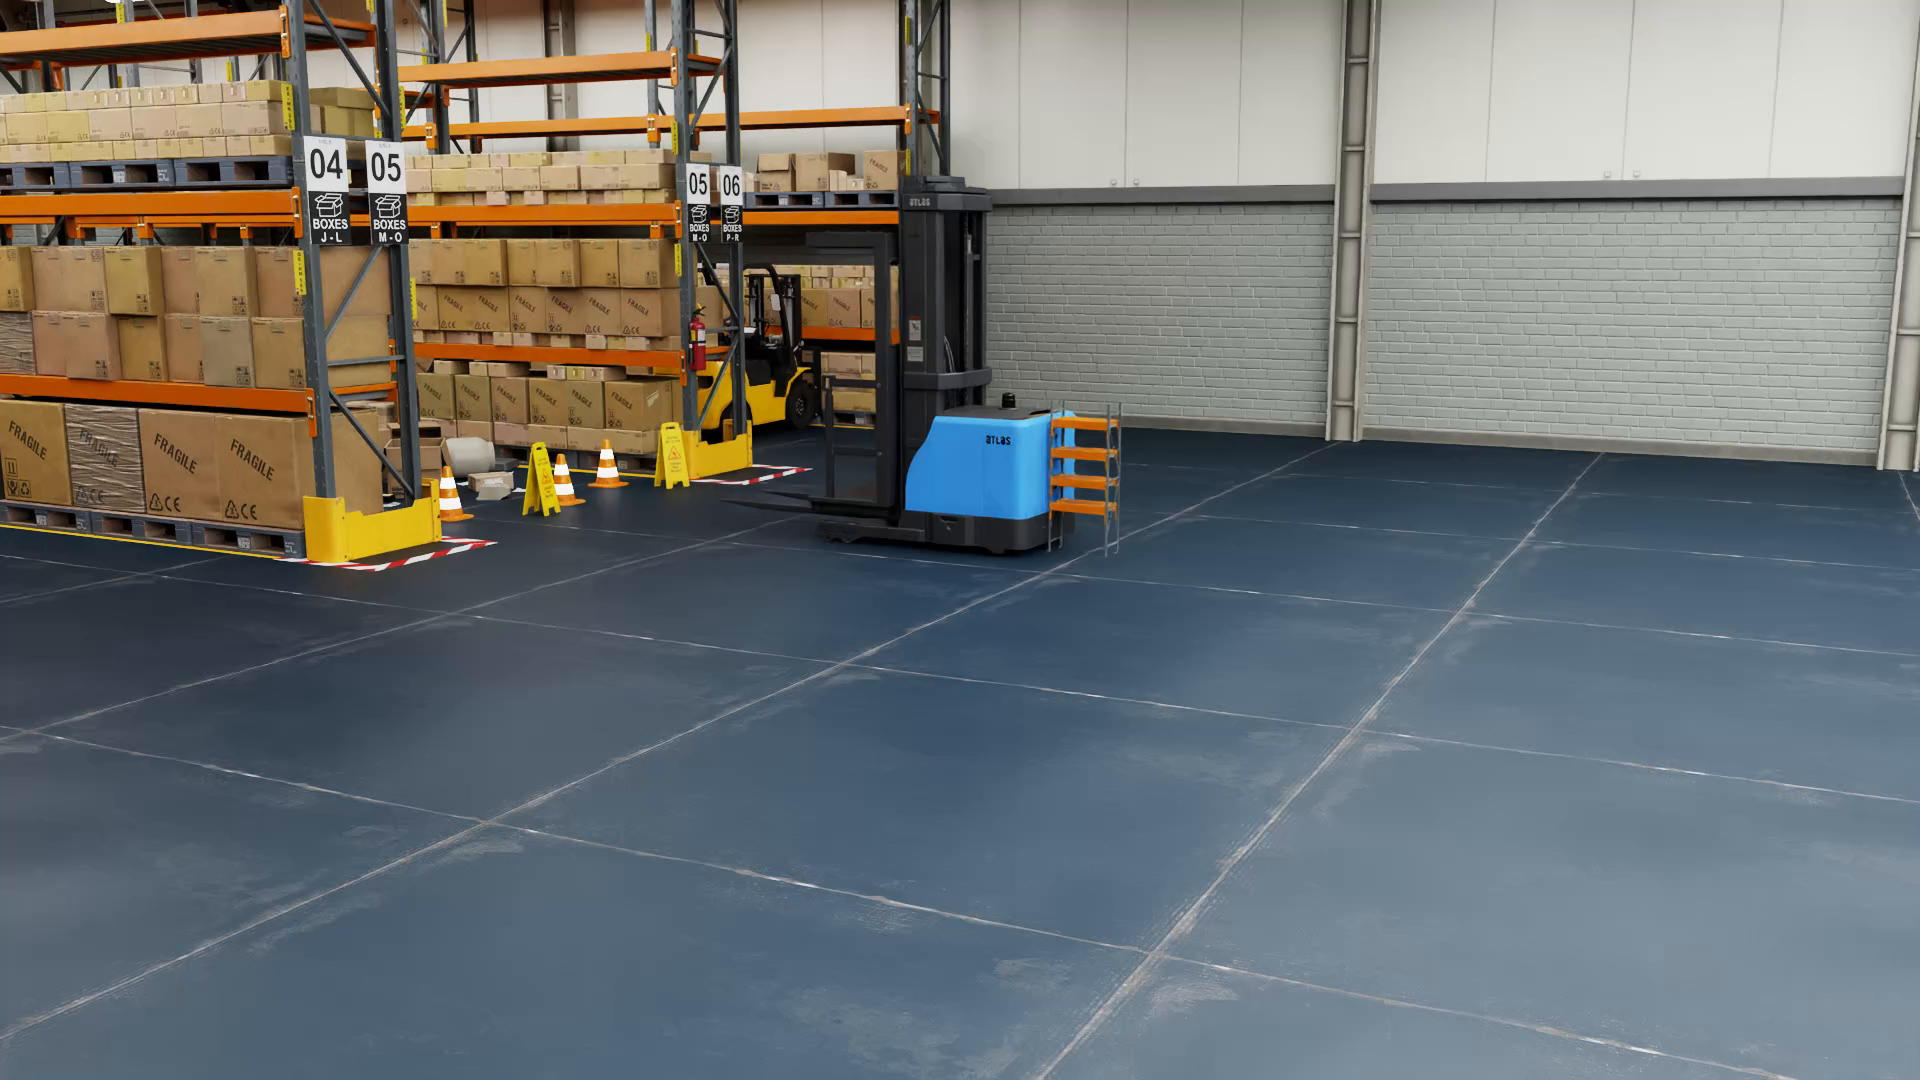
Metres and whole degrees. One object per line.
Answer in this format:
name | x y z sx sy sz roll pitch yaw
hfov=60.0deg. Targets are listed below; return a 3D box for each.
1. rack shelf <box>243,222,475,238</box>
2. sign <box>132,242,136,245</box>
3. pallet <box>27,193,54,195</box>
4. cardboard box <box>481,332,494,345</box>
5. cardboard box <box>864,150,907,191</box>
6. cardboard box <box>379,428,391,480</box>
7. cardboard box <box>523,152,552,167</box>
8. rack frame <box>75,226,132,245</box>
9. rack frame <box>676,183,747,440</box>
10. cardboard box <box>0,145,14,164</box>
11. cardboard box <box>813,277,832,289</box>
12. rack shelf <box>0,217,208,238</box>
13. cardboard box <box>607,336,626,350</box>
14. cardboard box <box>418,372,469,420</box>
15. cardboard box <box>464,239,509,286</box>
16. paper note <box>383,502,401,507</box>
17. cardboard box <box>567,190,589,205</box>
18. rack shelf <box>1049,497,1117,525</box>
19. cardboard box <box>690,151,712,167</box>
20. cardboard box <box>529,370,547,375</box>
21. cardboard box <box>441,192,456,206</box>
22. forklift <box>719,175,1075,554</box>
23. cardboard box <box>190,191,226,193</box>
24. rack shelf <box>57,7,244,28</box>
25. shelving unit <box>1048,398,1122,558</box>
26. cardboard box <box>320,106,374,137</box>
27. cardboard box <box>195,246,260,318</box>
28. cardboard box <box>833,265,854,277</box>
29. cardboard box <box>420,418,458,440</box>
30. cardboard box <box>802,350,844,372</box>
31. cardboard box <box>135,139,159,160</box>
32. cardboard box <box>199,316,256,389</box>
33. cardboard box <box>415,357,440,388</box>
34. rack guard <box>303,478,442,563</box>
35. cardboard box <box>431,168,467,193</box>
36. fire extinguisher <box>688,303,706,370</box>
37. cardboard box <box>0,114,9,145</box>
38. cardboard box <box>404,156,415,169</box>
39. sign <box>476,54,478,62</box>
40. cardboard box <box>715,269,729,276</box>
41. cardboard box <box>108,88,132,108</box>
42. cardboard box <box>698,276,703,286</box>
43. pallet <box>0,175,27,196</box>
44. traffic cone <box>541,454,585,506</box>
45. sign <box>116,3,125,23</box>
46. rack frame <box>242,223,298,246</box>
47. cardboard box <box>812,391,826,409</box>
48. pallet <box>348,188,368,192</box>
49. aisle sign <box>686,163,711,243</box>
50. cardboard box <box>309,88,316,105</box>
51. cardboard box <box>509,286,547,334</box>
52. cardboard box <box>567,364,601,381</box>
rack shelf | -9.367 -4.904 26.000 4.000 0.370 1.077 5 11 26
sign | -14.484 -5.067 29.165 0.005 0.325 0.100 5 11 26
pallet | -11.371 -4.344 21.418 1.213 0.211 1.003 6 12 28
cardboard box | -5.078 -2.248 18.431 0.250 0.149 0.380 5 11 26
cardboard box | -0.904 -4.771 21.505 0.500 0.500 0.500 5 12 28
cardboard box | -6.129 -0.846 16.608 0.503 0.637 0.797 5 11 26
cardboard box | -4.416 -4.041 17.676 0.250 0.149 0.380 5 12 27
rack frame | -14.747 -4.255 28.816 0.127 3.000 1.000 5 11 26
rack frame | -2.592 -2.201 17.467 0.127 3.000 1.000 5 11 26
cardboard box | -7.869 -3.223 13.936 0.250 0.149 0.380 5 11 26
cardboard box | -1.759 -3.425 22.131 0.250 0.149 0.380 5 11 24
rack shelf | -11.560 -4.111 21.618 4.000 0.370 1.077 5 11 26
cardboard box | -3.518 -2.098 17.607 0.250 0.149 0.380 5 11 25
cardboard box | -5.769 -1.649 18.855 0.500 0.500 0.500 6 12 29
cardboard box | -4.993 -3.047 18.217 0.500 0.500 0.700 5 11 25
paper note | -5.309 -0.332 15.483 0.144 0.017 0.142 -10 14 -43
cardboard box | -3.938 -3.620 17.592 0.250 0.149 0.380 5 11 25
rack shelf | 0.977 -0.233 13.129 0.480 0.148 0.258 6 12 28
cardboard box | -2.820 -4.006 17.486 0.250 0.149 0.380 5 11 25
cardboard box | -4.615 -1.655 18.888 0.500 0.500 0.500 6 12 29
cardboard box | -5.527 -3.773 18.438 0.250 0.149 0.380 5 11 26
forklift | -0.596 -1.495 13.762 3.031 2.935 1.130 5 12 28
cardboard box | -8.920 -4.280 20.253 0.500 0.500 0.700 5 11 26
rack shelf | -12.954 -8.330 27.179 4.000 0.370 1.077 5 11 26
shelving unit | 0.979 -0.494 13.080 0.503 1.200 0.258 6 12 28
cardboard box | -5.011 -3.286 13.165 0.500 0.250 0.500 5 11 26
cardboard box | -5.541 -2.071 13.300 0.550 0.550 0.875 5 11 26
cardboard box | -1.485 -3.565 22.070 0.250 0.149 0.380 5 11 26
cardboard box | -5.769 -1.280 18.921 0.500 0.250 0.500 4 11 23
cardboard box | -1.867 -2.403 22.321 0.500 0.250 0.500 5 11 27
cardboard box | -6.279 -3.083 13.164 0.250 0.149 0.380 5 11 26
cardboard box | -5.547 -1.538 13.384 0.550 0.550 0.875 5 11 26
cardboard box | -8.047 -2.600 25.512 0.500 0.500 0.500 5 12 27
rack guard | -4.670 -0.170 13.268 0.348 0.500 1.175 5 11 26
cardboard box | -5.439 -3.947 18.279 0.500 0.250 0.500 5 11 25
fire extinguisher | -2.693 -2.080 17.018 0.183 0.674 0.296 5 11 26
cardboard box | -7.964 -3.439 14.010 0.500 0.250 0.500 5 11 26
cardboard box | -6.041 -4.184 18.468 0.250 0.149 0.380 5 11 25
sign | -7.331 -7.203 25.192 0.005 0.325 0.100 5 11 26
cardboard box | -3.139 -3.690 22.757 0.250 0.149 0.380 5 12 27
cardboard box | -6.511 -3.495 13.205 0.250 0.149 0.380 5 11 26
cardboard box | -3.583 -3.590 23.042 0.250 0.149 0.380 5 12 27
pallet | -9.122 -3.164 14.902 1.217 0.209 0.805 5 11 24
traffic cone | -3.734 -0.576 15.615 0.334 0.463 0.336 5 11 26
sign | -10.008 -6.232 19.828 0.005 0.325 0.100 5 11 26
rack frame | -11.160 -3.939 27.074 0.127 3.000 1.000 5 11 26
cardboard box | -1.846 -1.916 22.433 0.500 0.250 0.500 5 11 26
pallet | -6.685 -3.965 19.321 1.003 0.211 1.213 5 11 26
aisle sign | -2.664 -3.429 16.953 0.004 0.787 0.394 5 11 26
cardboard box | -5.074 -3.500 13.229 0.250 0.149 0.380 5 11 26
cardboard box | -4.541 -2.518 18.106 0.500 0.500 0.500 5 11 26
cardboard box | -4.008 -1.803 17.882 0.250 0.149 0.380 5 12 27
